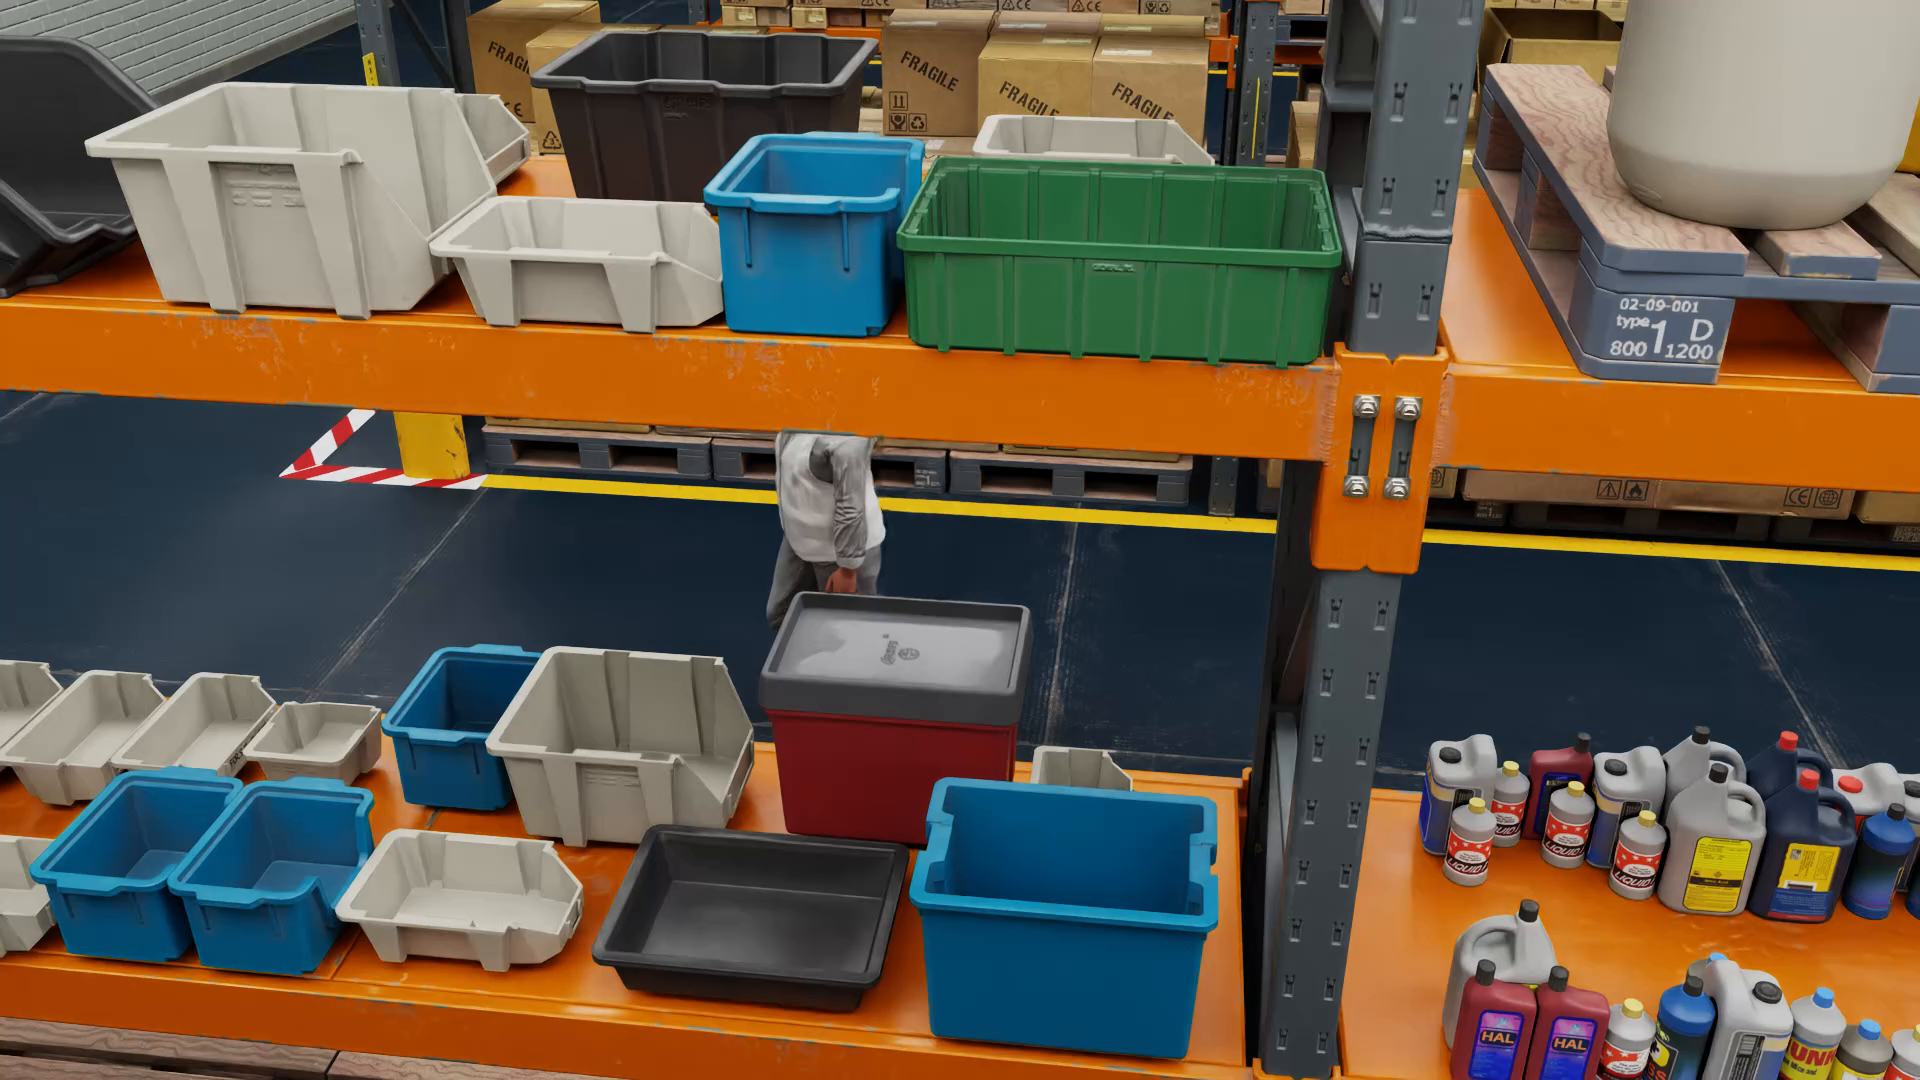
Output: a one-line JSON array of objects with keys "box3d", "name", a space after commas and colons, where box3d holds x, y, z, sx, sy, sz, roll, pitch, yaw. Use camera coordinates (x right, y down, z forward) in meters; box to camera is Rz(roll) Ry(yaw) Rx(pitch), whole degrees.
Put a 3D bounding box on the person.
[{"box3d": [-0.444, -0.016, 6.078, 0.489, 1.762, 0.558, -11, 30, -19], "name": "person"}]
